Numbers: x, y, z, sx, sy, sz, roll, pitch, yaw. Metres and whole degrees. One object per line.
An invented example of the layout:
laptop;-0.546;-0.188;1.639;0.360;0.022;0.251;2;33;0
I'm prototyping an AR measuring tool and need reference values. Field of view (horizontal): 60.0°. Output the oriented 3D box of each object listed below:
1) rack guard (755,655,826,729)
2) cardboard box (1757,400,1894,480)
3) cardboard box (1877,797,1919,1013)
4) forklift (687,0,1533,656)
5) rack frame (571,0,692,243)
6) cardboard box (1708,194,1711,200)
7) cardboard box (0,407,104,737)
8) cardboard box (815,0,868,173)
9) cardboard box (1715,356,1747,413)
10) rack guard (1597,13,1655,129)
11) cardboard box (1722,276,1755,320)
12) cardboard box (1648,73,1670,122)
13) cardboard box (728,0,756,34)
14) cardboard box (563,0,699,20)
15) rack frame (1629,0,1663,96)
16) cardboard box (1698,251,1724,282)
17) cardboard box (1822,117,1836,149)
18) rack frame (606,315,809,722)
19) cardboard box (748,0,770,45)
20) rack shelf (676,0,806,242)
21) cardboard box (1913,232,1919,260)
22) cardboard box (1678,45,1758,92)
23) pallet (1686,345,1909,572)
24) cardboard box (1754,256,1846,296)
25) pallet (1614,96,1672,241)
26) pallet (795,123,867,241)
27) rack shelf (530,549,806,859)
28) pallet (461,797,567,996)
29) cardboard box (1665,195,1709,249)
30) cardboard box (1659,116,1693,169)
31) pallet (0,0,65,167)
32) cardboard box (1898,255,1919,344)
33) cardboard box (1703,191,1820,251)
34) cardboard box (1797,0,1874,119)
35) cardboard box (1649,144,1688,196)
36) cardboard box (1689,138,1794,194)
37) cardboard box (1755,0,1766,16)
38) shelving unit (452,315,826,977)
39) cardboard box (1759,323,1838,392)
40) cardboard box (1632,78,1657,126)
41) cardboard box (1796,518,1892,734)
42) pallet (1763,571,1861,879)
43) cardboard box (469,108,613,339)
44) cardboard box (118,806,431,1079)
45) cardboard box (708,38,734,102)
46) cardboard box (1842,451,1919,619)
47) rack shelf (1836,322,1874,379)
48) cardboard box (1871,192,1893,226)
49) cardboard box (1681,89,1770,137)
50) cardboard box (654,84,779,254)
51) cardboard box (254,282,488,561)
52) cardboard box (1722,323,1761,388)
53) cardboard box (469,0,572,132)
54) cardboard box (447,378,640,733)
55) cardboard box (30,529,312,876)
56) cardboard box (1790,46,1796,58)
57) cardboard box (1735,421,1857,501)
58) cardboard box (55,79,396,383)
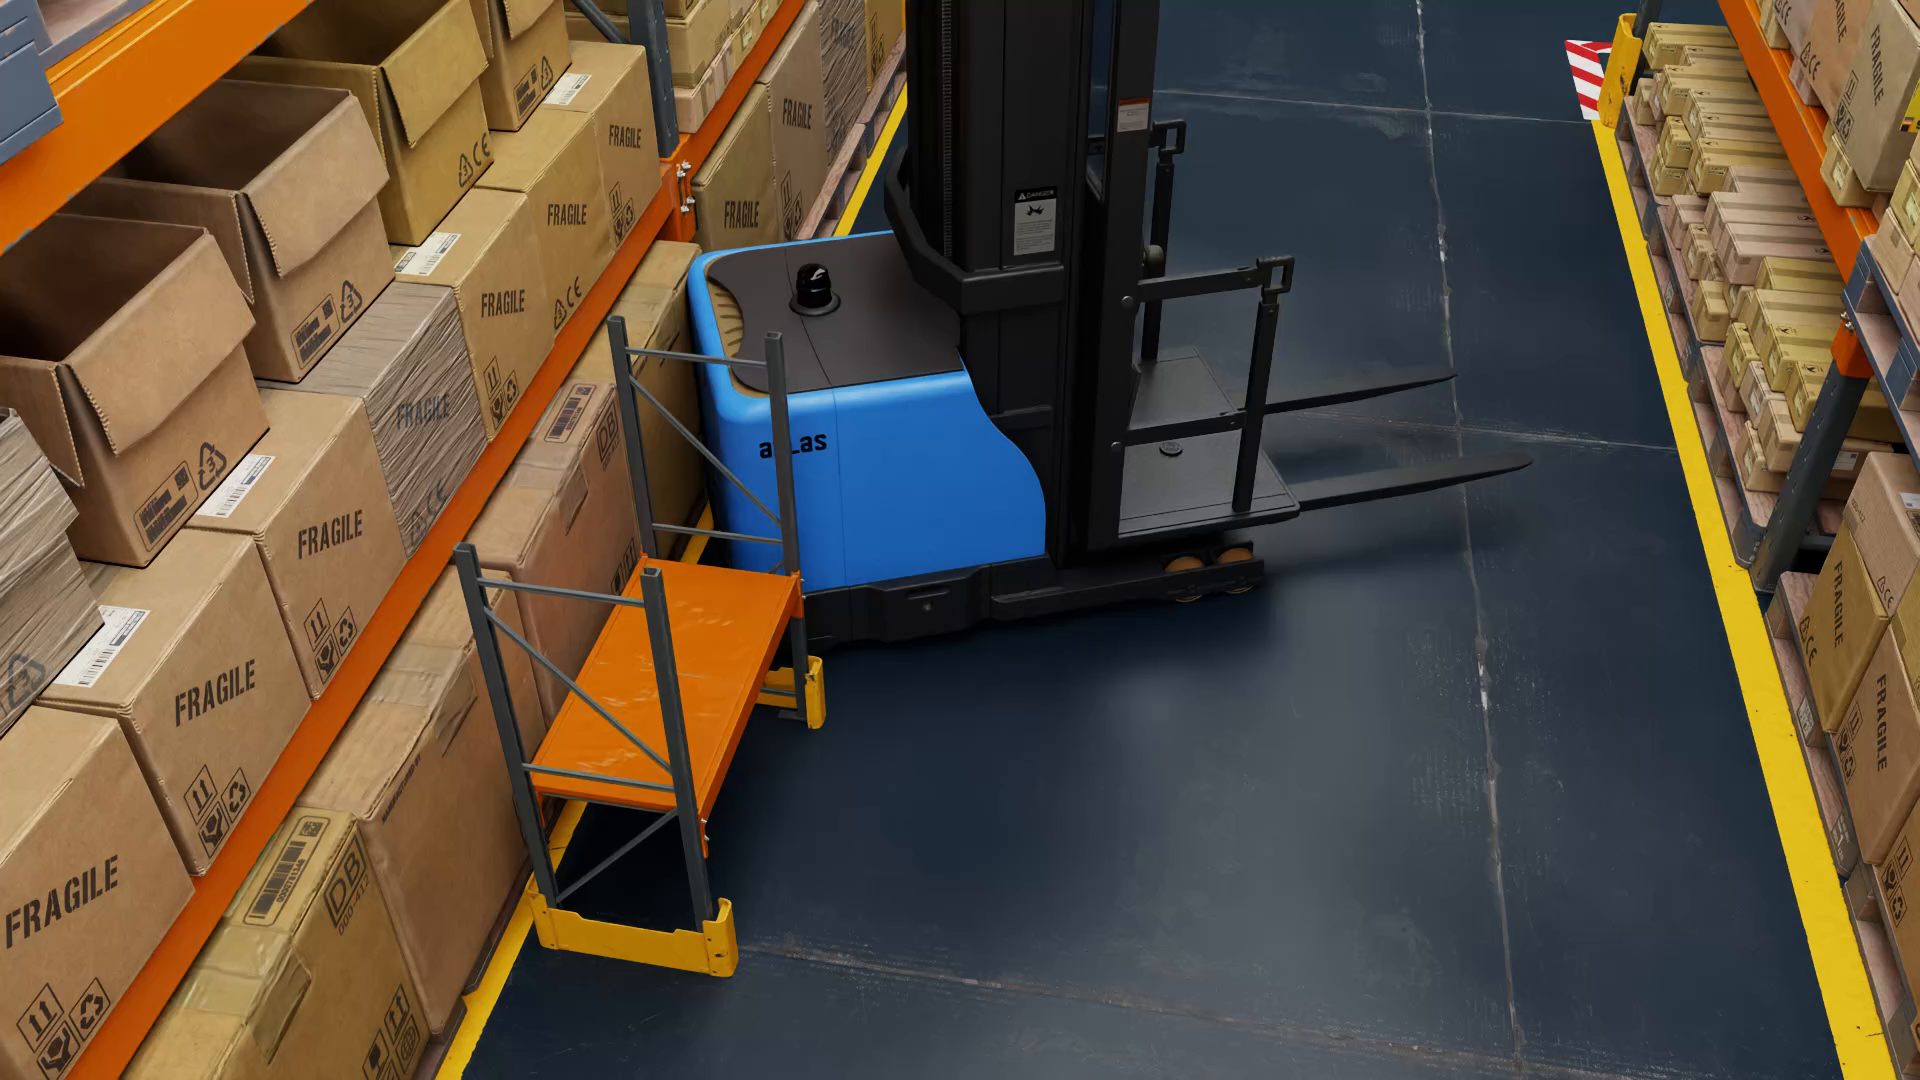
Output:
rack guard;-0.739;0.469;5.487;0.587;0.250;0.087;7;40;8
cardboard box;3.119;-0.358;6.003;0.380;0.149;0.250;7;40;9
cardboard box;2.821;0.951;4.378;0.500;0.500;0.500;7;40;8
forklift;0.607;-1.225;5.432;3.031;2.935;1.130;-9;40;-11
rack frame;-1.490;-1.558;5.780;1.000;3.000;0.127;6;40;8
cardboard box;3.558;-1.505;7.391;0.380;0.149;0.250;8;40;10
cardboard box;-2.040;0.070;2.945;0.797;0.503;0.637;8;40;9
cardboard box;-0.987;-2.429;8.172;0.875;0.875;0.875;6;40;8
cardboard box;3.219;-0.621;6.555;0.380;0.149;0.250;5;40;6
rack guard;4.056;-2.447;8.817;1.175;0.500;0.348;6;40;8
cardboard box;3.347;-1.008;6.789;0.380;0.149;0.250;7;40;9
cardboard box;3.623;-2.169;8.194;0.380;0.149;0.250;6;40;7
cardboard box;-1.060;-2.192;6.432;0.500;0.250;0.500;6;40;7
cardboard box;-1.156;-2.176;5.823;0.500;0.500;0.500;6;40;8
rack frame;4.070;-3.458;8.078;1.000;3.000;0.127;6;40;8
cardboard box;3.400;-1.100;7.134;0.380;0.149;0.250;7;40;9
cardboard box;3.239;-1.390;5.775;0.380;0.149;0.250;8;40;9
rack frame;-0.739;-0.014;5.090;0.500;1.500;0.032;7;40;8
cardboard box;-0.977;-2.105;6.639;0.380;0.149;0.250;5;40;6
rack shelf;-1.144;-2.536;7.527;1.077;0.370;4.000;6;40;8
cardboard box;2.813;-0.768;4.459;0.380;0.149;0.250;6;40;7
cardboard box;3.715;-2.272;8.085;0.380;0.149;0.250;7;40;8
pallet;3.459;-0.298;6.445;1.003;0.211;1.213;6;40;8
cardboard box;3.346;-0.968;6.507;0.380;0.149;0.250;8;40;9
pallet;3.881;-1.829;8.297;1.003;0.211;1.213;6;40;8
pallet;-1.073;-1.719;8.164;1.003;0.211;1.213;6;40;8
rack shelf;-0.836;0.443;4.820;0.538;0.185;1.000;7;40;8
pallet;-1.758;0.778;5.144;1.003;0.211;1.213;6;40;8
cardboard box;3.432;-1.432;7.535;0.380;0.149;0.250;5;40;6
cardboard box;3.517;-1.857;7.816;0.380;0.149;0.250;8;40;9
pallet;-2.123;-0.541;2.344;1.213;0.211;1.003;8;40;10
cardboard box;2.814;-0.641;4.539;0.380;0.149;0.250;7;40;8
cardboard box;3.336;-1.318;6.931;0.380;0.149;0.250;5;40;6
cardboard box;3.274;-1.761;5.714;0.500;0.500;0.500;5;40;6
cardboard box;3.511;-1.749;7.919;0.380;0.149;0.250;7;40;8
cardboard box;3.436;-1.631;7.309;0.380;0.149;0.250;7;40;8
cardboard box;3.471;-2.209;6.765;0.380;0.149;0.250;8;40;9
shelving unit;-0.834;0.298;4.712;0.587;1.500;1.083;7;40;8
cardboard box;3.188;-0.656;6.131;0.380;0.149;0.250;7;40;8
cardboard box;3.664;-2.227;8.498;0.380;0.149;0.250;7;40;9
cardboard box;2.988;0.289;5.179;0.500;0.500;0.500;8;40;9
pallet;3.244;0.616;5.339;1.003;0.211;1.213;6;40;8
cardboard box;-1.395;-0.963;4.982;0.500;0.500;0.500;8;40;9
cardboard box;-2.042;1.179;3.808;1.225;0.875;0.875;5;40;6
cardboard box;-1.066;-1.775;6.240;0.380;0.149;0.250;5;40;6
cardboard box;2.989;0.000;4.940;0.500;0.250;0.500;5;40;6
rack shelf;3.031;0.585;3.753;1.077;0.370;4.000;6;40;8
cardboard box;3.196;-1.056;5.370;0.380;0.149;0.250;6;40;7
cardboard box;3.584;-1.964;7.712;0.380;0.149;0.250;5;40;5
cardboard box;-1.297;-1.306;6.813;0.875;0.875;0.875;6;40;8
cardboard box;-1.570;-0.320;4.205;0.500;0.500;0.500;7;40;8
cardboard box;3.182;-0.699;6.416;0.380;0.149;0.250;5;40;6
cardboard box;-1.593;-1.581;4.942;0.797;0.503;0.637;5;40;7
cardboard box;-1.735;0.064;5.156;1.225;0.875;0.875;5;40;6
cardboard box;-1.743;0.315;3.436;0.500;0.500;0.500;5;40;6
cardboard box;3.422;-1.877;6.364;0.380;0.149;0.250;6;40;7
cardboard box;3.110;-0.294;6.159;0.380;0.149;0.250;7;40;8
cardboard box;-1.815;-0.760;3.949;0.797;0.503;0.637;8;40;9
